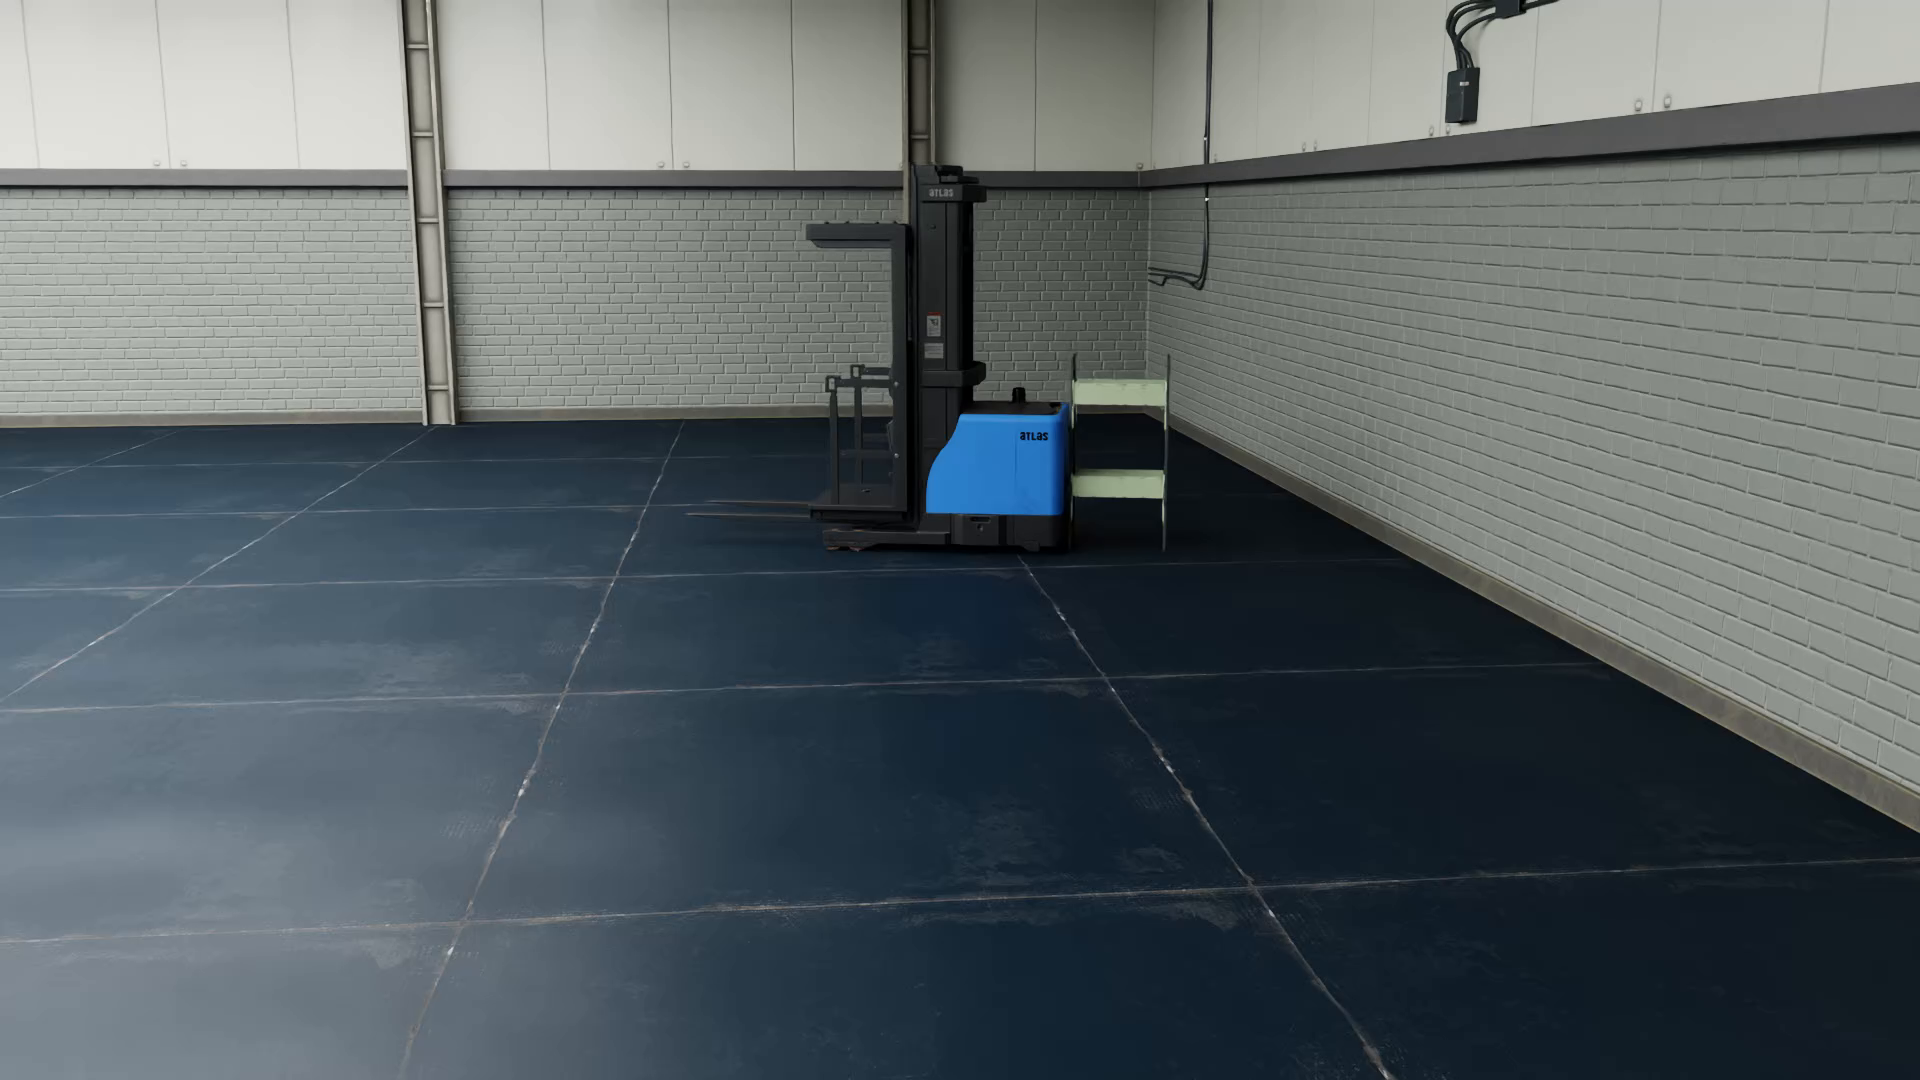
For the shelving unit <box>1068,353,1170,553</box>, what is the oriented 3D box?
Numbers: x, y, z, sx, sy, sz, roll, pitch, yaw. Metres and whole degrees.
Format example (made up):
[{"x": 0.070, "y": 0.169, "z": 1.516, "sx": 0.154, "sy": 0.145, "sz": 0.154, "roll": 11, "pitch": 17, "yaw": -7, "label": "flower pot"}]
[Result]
[{"x": 1.242, "y": -0.686, "z": 12.969, "sx": 0.755, "sy": 1.500, "sz": 0.431, "roll": 1, "pitch": 11, "yaw": 7, "label": "shelving unit"}]

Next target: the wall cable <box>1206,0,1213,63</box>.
[{"x": 2.850, "y": -6.243, "z": 16.751, "sx": 0.112, "sy": 2.526, "sz": 3.097, "roll": -1, "pitch": 11, "yaw": -6, "label": "wall cable"}]

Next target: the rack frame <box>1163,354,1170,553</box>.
[{"x": 1.605, "y": -0.677, "z": 12.924, "sx": 0.023, "sy": 1.500, "sz": 0.400, "roll": 1, "pitch": 11, "yaw": 7, "label": "rack frame"}]

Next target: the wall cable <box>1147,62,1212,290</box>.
[{"x": 2.558, "y": -4.283, "z": 19.877, "sx": 0.112, "sy": 2.526, "sz": 3.097, "roll": -1, "pitch": 11, "yaw": -6, "label": "wall cable"}]

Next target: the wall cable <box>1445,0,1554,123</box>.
[{"x": 3.567, "y": -5.655, "z": 9.987, "sx": 0.169, "sy": 6.003, "sz": 2.305, "roll": -1, "pitch": 11, "yaw": -6, "label": "wall cable"}]

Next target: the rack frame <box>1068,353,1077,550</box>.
[{"x": 0.879, "y": -0.695, "z": 13.015, "sx": 0.023, "sy": 1.500, "sz": 0.400, "roll": 1, "pitch": 11, "yaw": 7, "label": "rack frame"}]

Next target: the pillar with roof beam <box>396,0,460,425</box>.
[{"x": -6.014, "y": -5.049, "z": 15.720, "sx": 0.400, "sy": 9.000, "sz": 9.100, "roll": -1, "pitch": 11, "yaw": -6, "label": "pillar with roof beam"}]

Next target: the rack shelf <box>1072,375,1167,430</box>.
[{"x": 1.242, "y": -1.069, "z": 12.894, "sx": 0.720, "sy": 0.370, "sz": 0.431, "roll": 1, "pitch": 11, "yaw": 7, "label": "rack shelf"}]

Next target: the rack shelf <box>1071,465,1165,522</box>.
[{"x": 1.242, "y": -0.366, "z": 13.032, "sx": 0.720, "sy": 0.370, "sz": 0.431, "roll": 1, "pitch": 11, "yaw": 7, "label": "rack shelf"}]

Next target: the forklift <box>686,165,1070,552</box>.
[{"x": -0.643, "y": -1.452, "z": 13.154, "sx": 3.031, "sy": 2.935, "sz": 1.130, "roll": 1, "pitch": 11, "yaw": 7, "label": "forklift"}]

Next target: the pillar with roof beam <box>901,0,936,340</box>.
[{"x": -0.049, "y": -5.174, "z": 16.356, "sx": 0.400, "sy": 9.000, "sz": 9.100, "roll": -1, "pitch": 11, "yaw": -6, "label": "pillar with roof beam"}]
